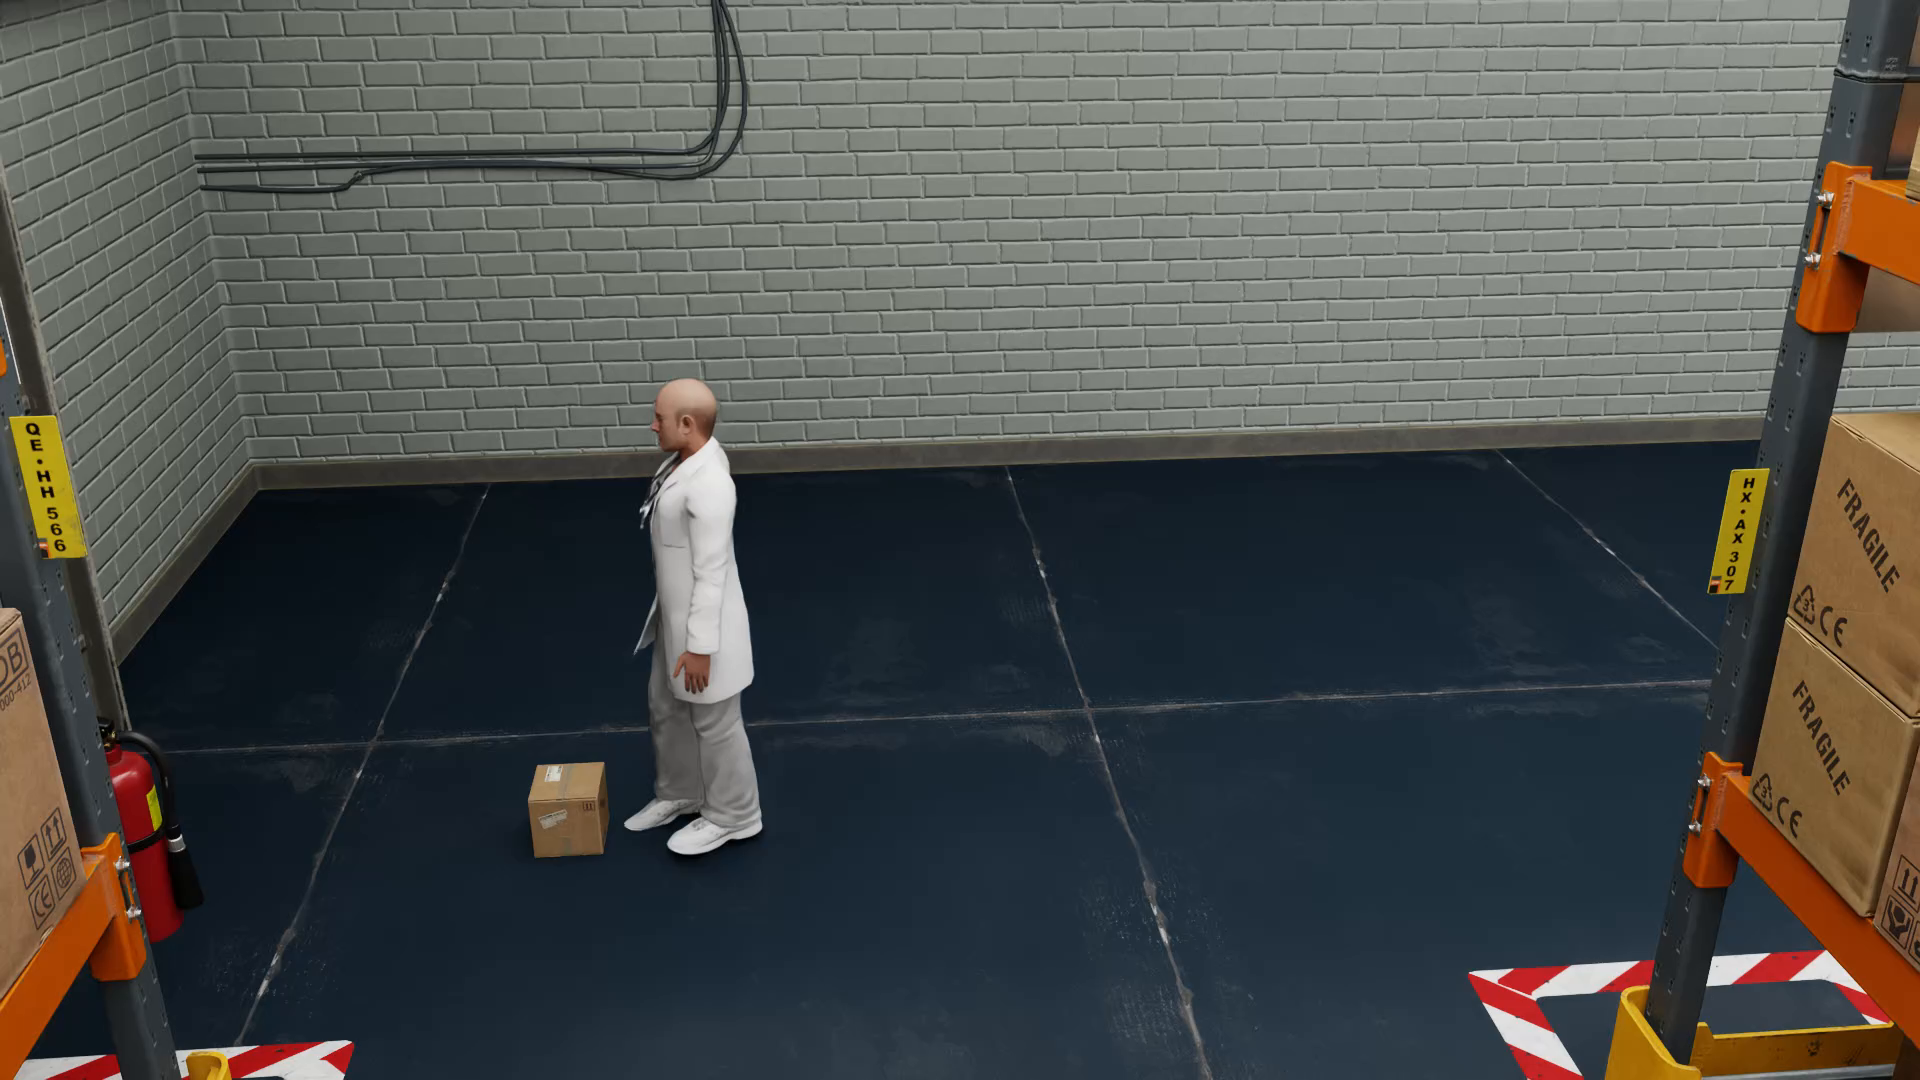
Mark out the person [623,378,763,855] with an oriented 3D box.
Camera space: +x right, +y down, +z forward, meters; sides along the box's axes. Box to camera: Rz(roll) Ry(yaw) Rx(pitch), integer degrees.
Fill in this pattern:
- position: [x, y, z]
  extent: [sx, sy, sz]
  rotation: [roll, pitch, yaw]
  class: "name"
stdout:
- position: [-0.993, 0.330, 5.895]
  extent: [0.510, 1.832, 0.623]
  rotation: [-7, 24, -17]
  class: "person"
